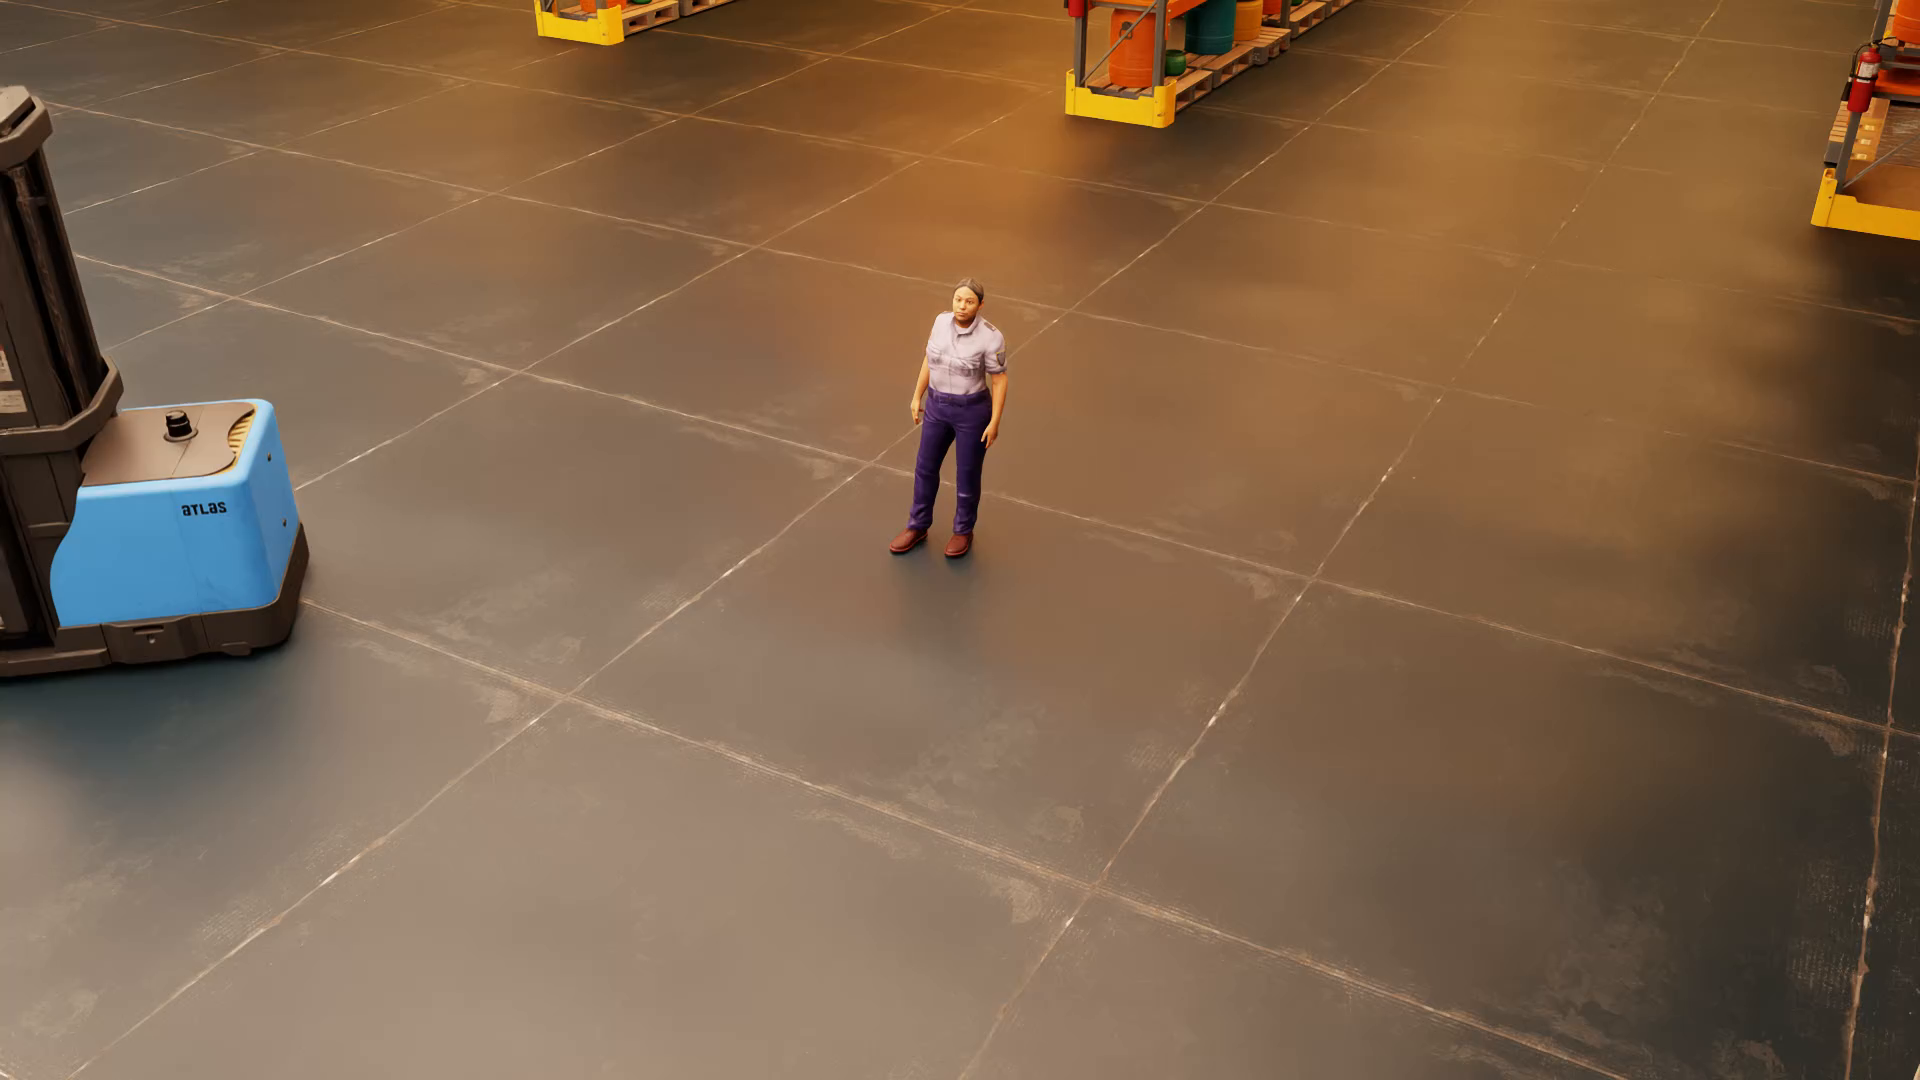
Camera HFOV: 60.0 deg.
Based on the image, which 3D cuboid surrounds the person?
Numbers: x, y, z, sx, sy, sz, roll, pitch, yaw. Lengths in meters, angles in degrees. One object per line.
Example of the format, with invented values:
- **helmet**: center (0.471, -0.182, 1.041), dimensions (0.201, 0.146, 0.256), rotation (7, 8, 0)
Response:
- **person**: center (-0.064, -0.681, 9.532), dimensions (0.598, 1.641, 0.502), rotation (15, 33, 25)

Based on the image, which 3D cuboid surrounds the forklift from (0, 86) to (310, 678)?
- **forklift**: center (-5.193, -0.755, 8.379), dimensions (3.031, 2.935, 1.130), rotation (-6, 30, -10)
